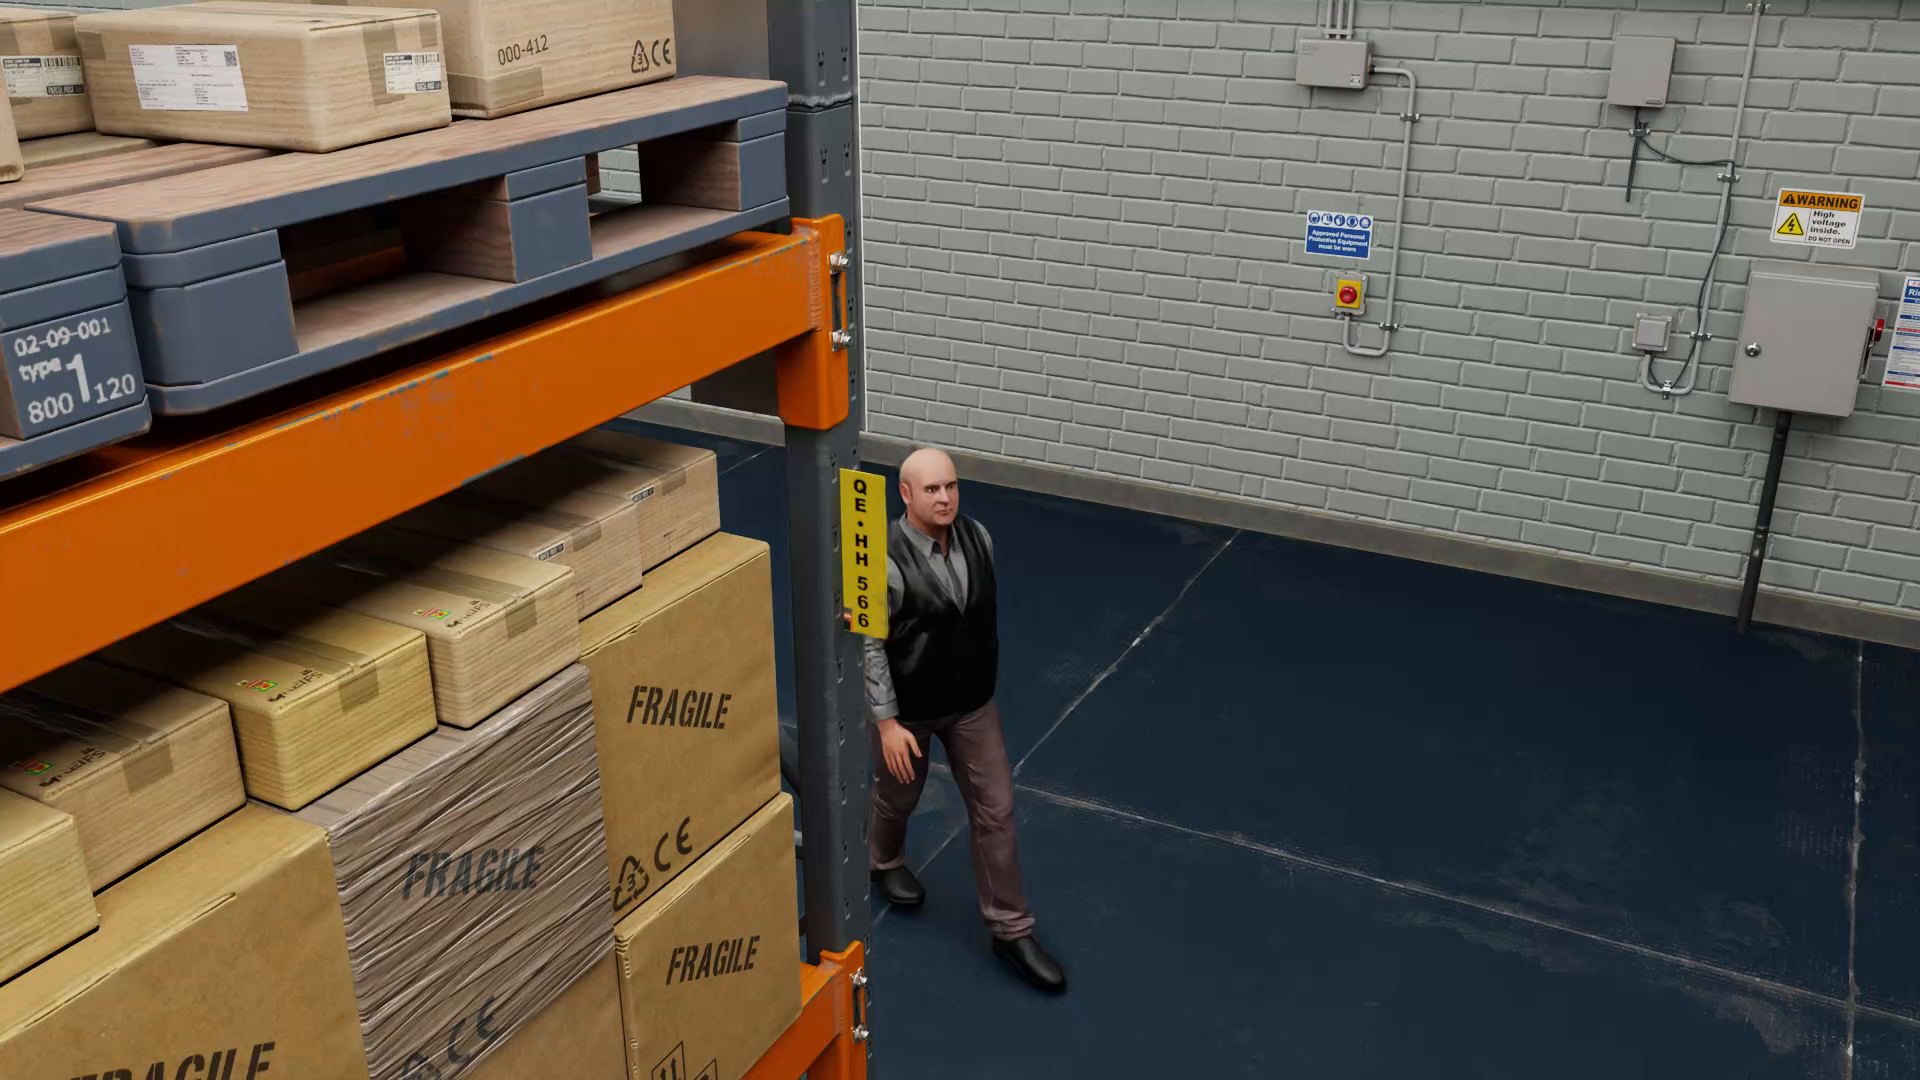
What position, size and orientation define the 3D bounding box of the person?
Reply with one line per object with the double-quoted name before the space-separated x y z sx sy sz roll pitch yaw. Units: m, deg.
"person" -0.055 0.545 5.282 0.583 1.696 0.911 -13 26 -28
